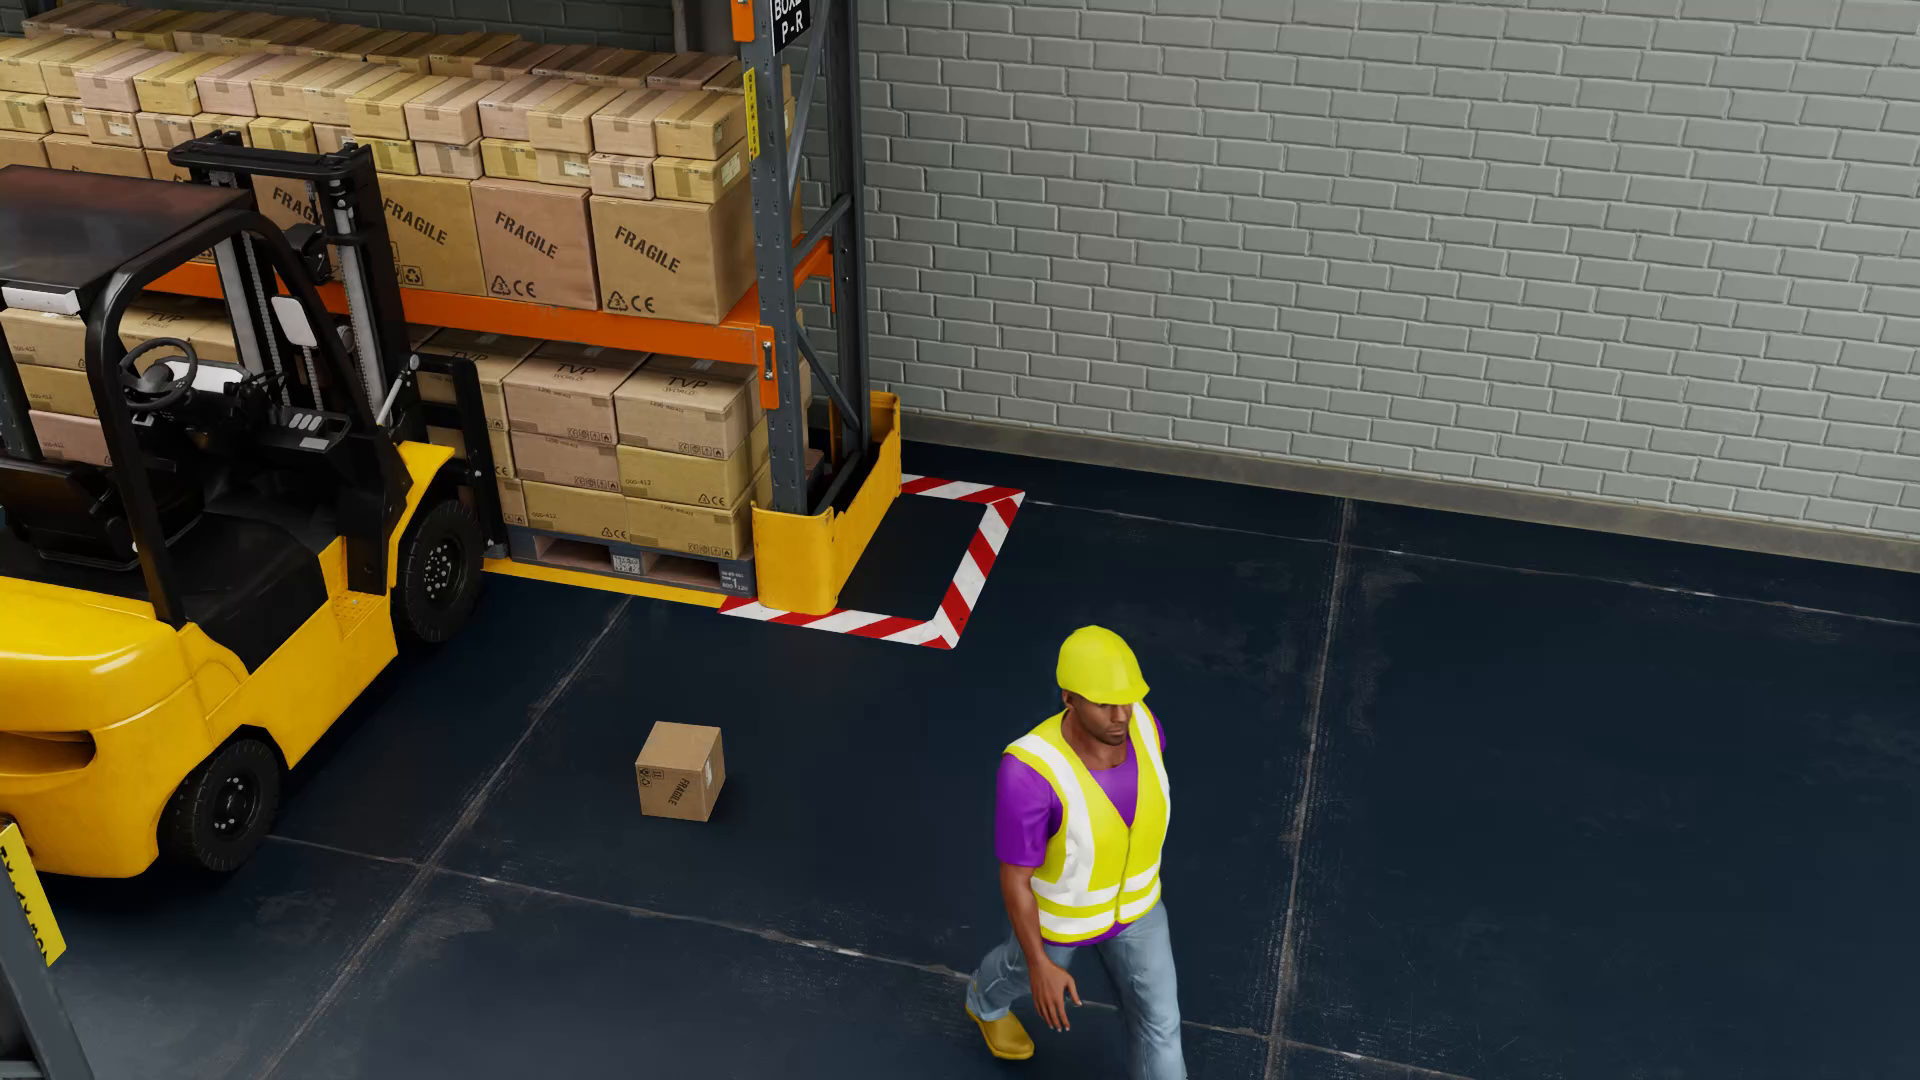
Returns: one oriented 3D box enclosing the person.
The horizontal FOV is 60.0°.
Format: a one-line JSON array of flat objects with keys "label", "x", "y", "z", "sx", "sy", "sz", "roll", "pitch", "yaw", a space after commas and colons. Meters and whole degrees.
[{"label": "person", "x": 0.385, "y": 1.010, "z": 4.535, "sx": 0.437, "sy": 1.710, "sz": 1.066, "roll": -17, "pitch": 36, "yaw": -24}]
